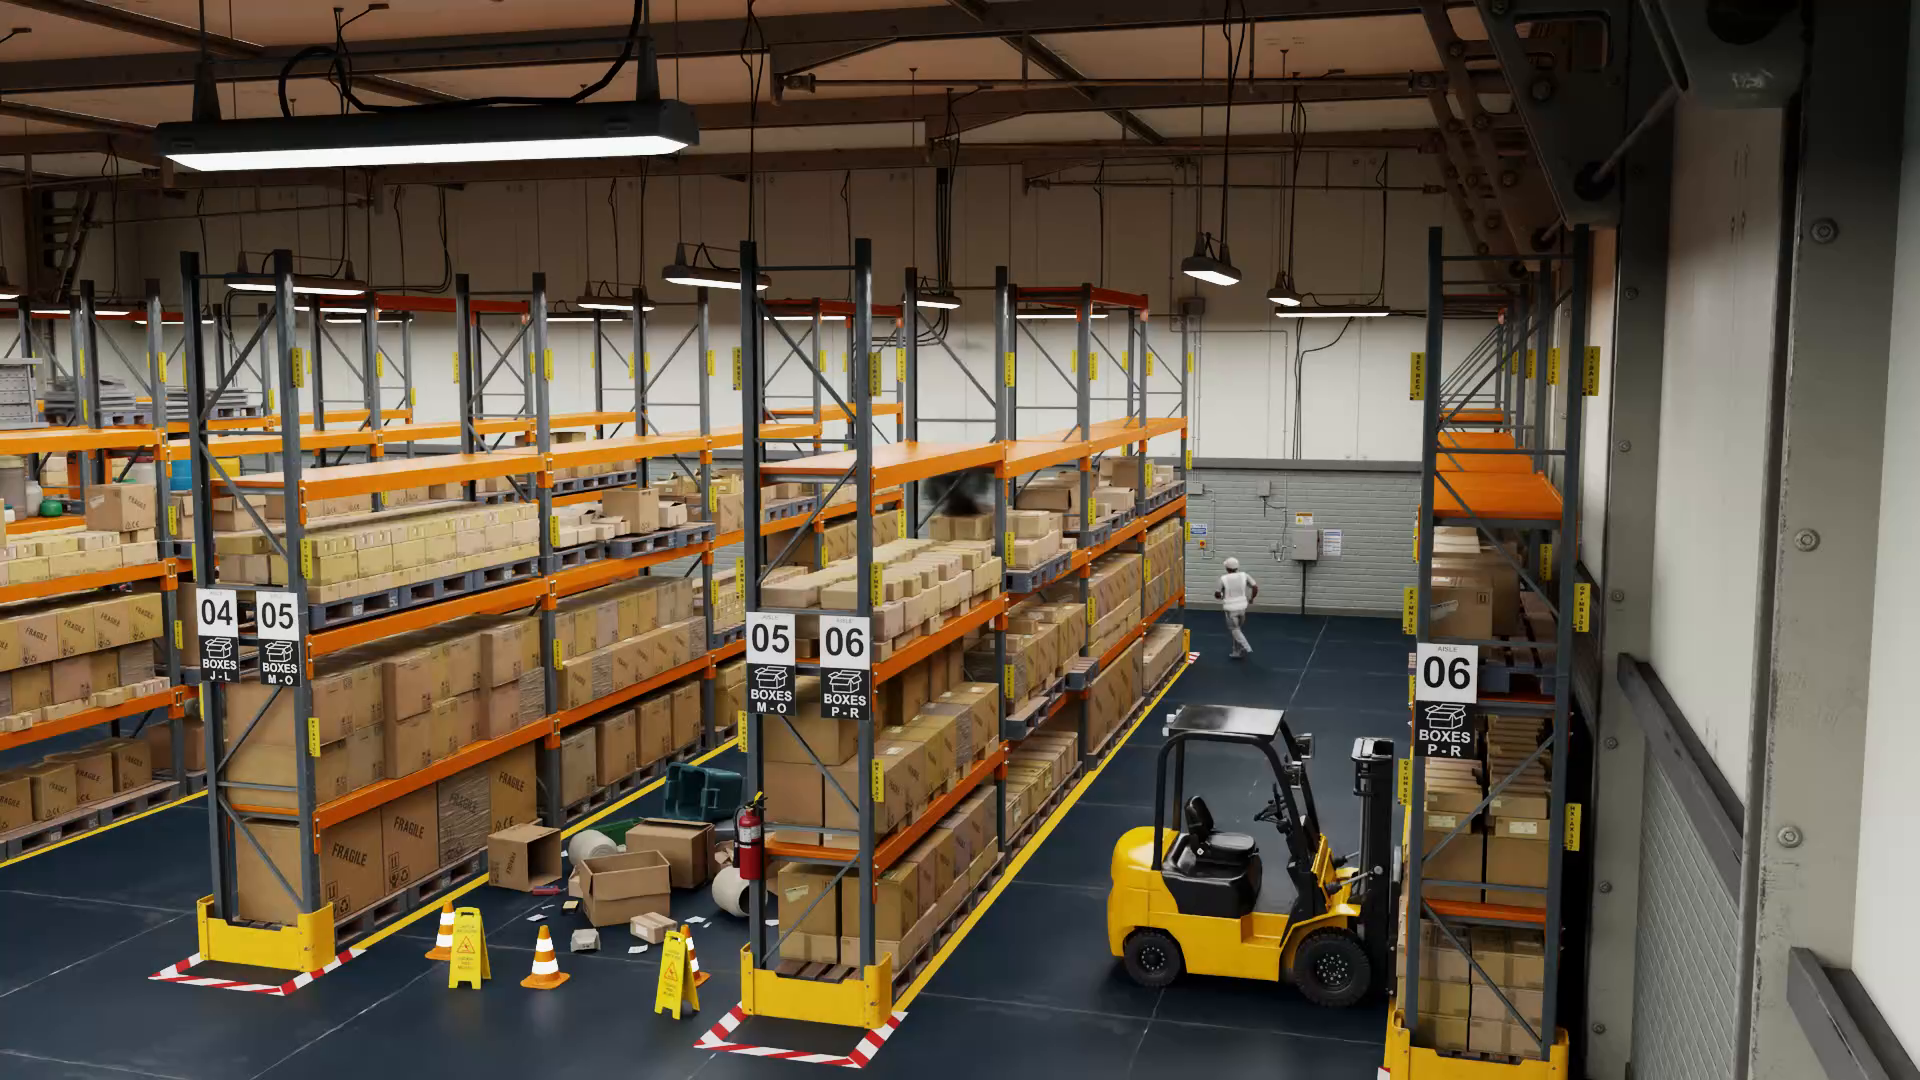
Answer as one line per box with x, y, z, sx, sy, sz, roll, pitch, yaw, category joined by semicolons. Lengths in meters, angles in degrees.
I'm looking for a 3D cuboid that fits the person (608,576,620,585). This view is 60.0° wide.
-5.543;1.393;26.633;0.504;1.645;0.714;1;6;7;person

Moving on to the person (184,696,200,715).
-10.308;1.877;22.357;0.614;1.631;0.575;1;7;13;person

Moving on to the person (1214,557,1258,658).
4.619;1.172;27.975;0.719;1.766;0.833;-2;7;-18;person
